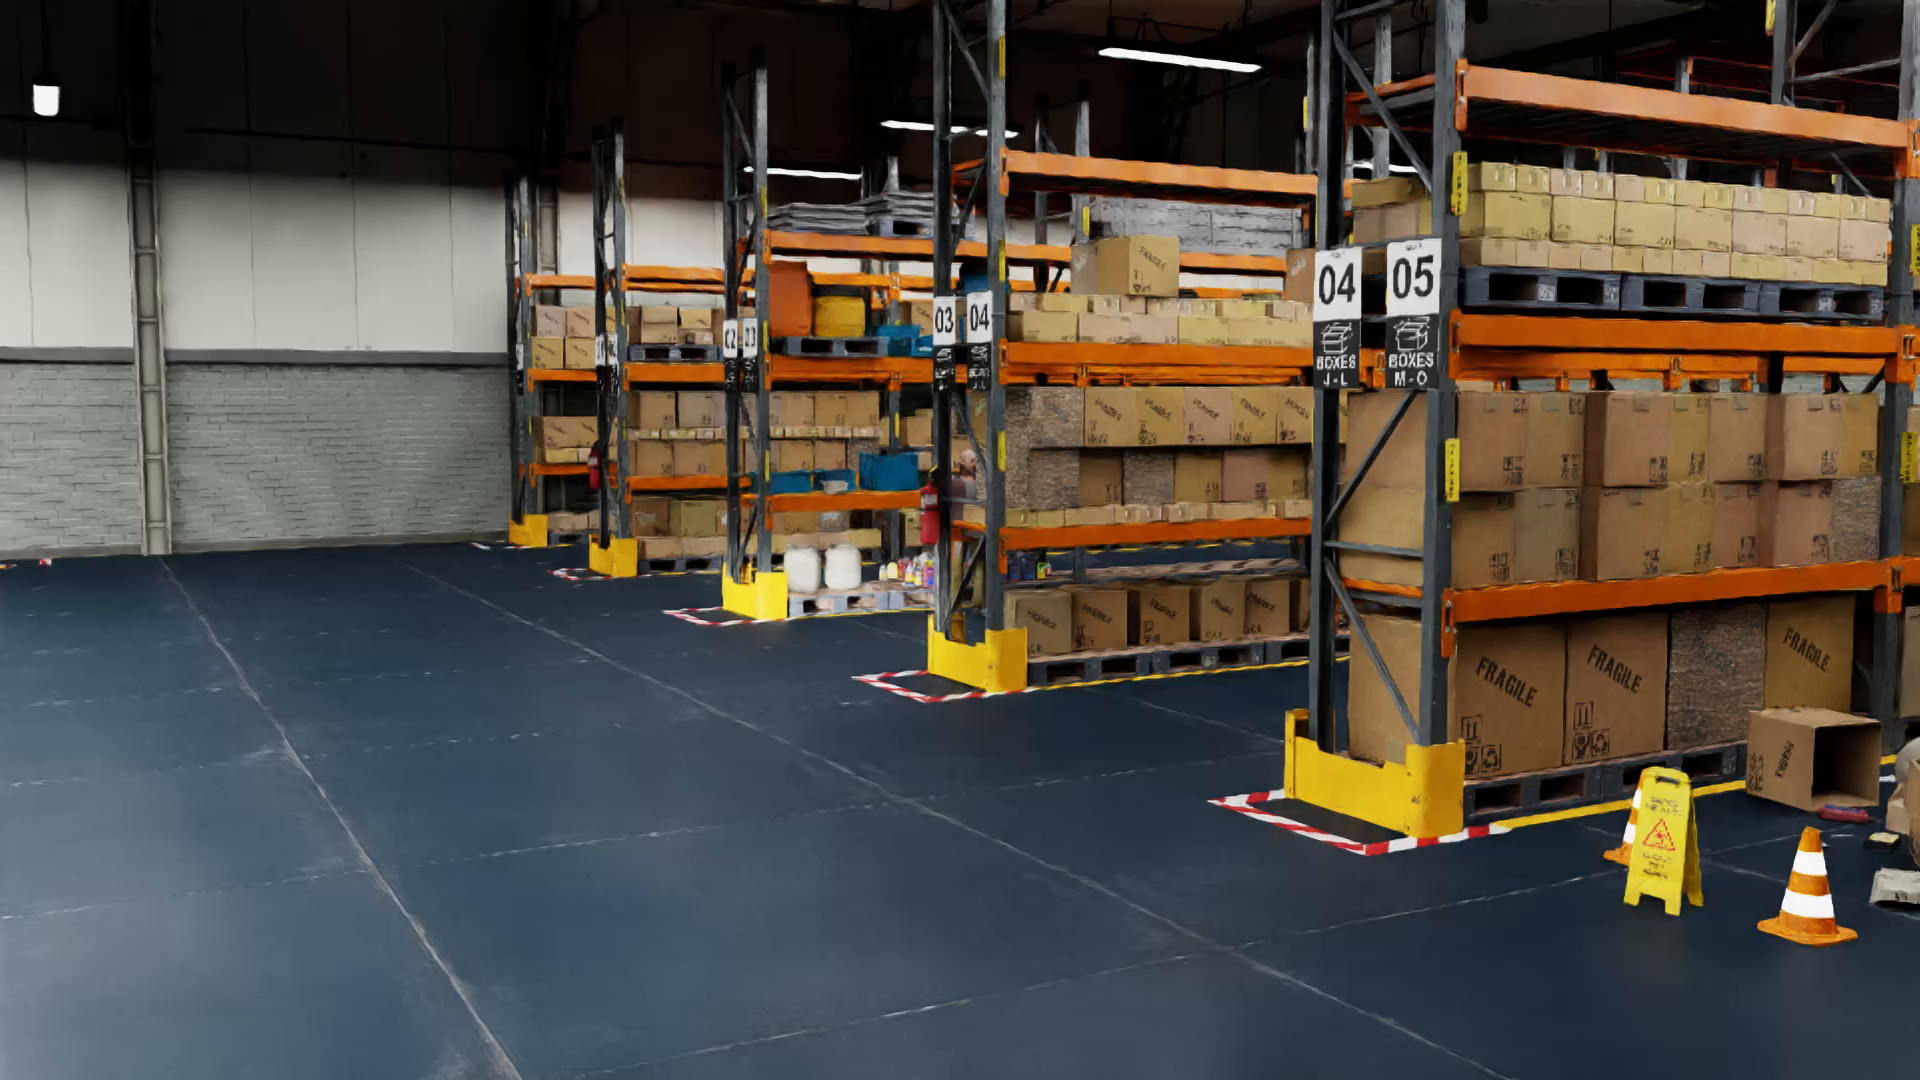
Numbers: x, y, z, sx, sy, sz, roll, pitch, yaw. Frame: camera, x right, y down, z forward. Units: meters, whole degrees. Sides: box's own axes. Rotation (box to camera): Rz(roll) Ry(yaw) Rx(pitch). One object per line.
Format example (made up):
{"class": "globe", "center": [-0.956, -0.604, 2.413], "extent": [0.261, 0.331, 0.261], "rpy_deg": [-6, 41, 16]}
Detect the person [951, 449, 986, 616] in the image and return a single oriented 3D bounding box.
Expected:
{"class": "person", "center": [0.093, -0.078, 17.758], "extent": [0.660, 1.783, 0.466], "rpy_deg": [-1, 5, -11]}
